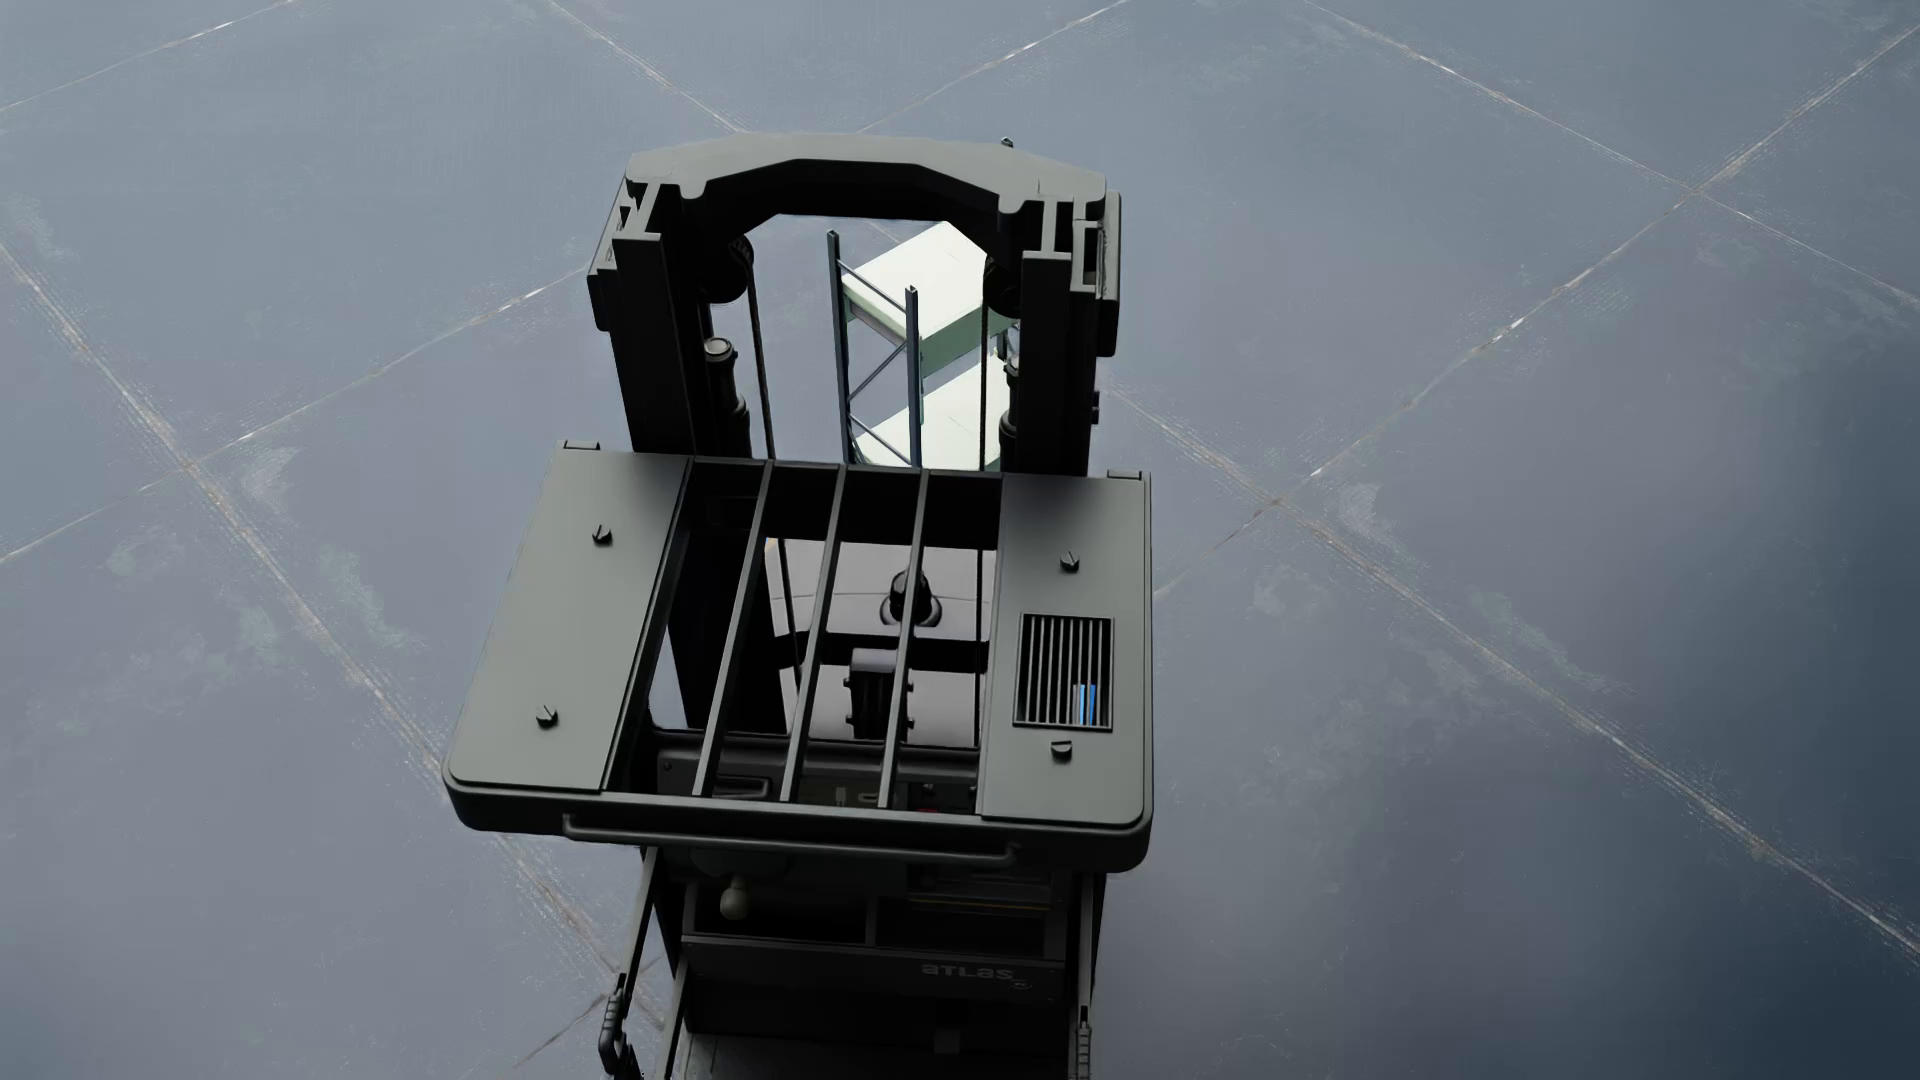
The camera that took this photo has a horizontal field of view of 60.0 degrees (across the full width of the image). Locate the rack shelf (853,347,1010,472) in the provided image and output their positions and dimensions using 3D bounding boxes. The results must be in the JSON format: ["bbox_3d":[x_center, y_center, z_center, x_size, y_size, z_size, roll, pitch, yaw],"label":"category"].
[{"bbox_3d":[0.005,-0.291,5.941,0.720,0.370,0.431,-34,56,-27],"label":"rack shelf"}]

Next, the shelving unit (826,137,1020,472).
[{"bbox_3d":[0.005,-0.512,5.702,0.755,1.500,0.431,-34,56,-27],"label":"shelving unit"}]

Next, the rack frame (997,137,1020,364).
[{"bbox_3d":[0.276,-0.693,5.869,0.023,1.500,0.400,-34,56,-27],"label":"rack frame"}]

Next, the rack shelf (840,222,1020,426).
[{"bbox_3d":[0.005,-0.777,5.415,0.720,0.370,0.431,-34,56,-27],"label":"rack shelf"}]

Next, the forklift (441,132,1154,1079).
[{"bbox_3d":[-0.220,0.767,3.548,1.130,2.935,3.031,3,47,3],"label":"forklift"}]

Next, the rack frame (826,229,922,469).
[{"bbox_3d":[-0.266,-0.331,5.535,0.023,1.500,0.400,-34,56,-27],"label":"rack frame"}]
